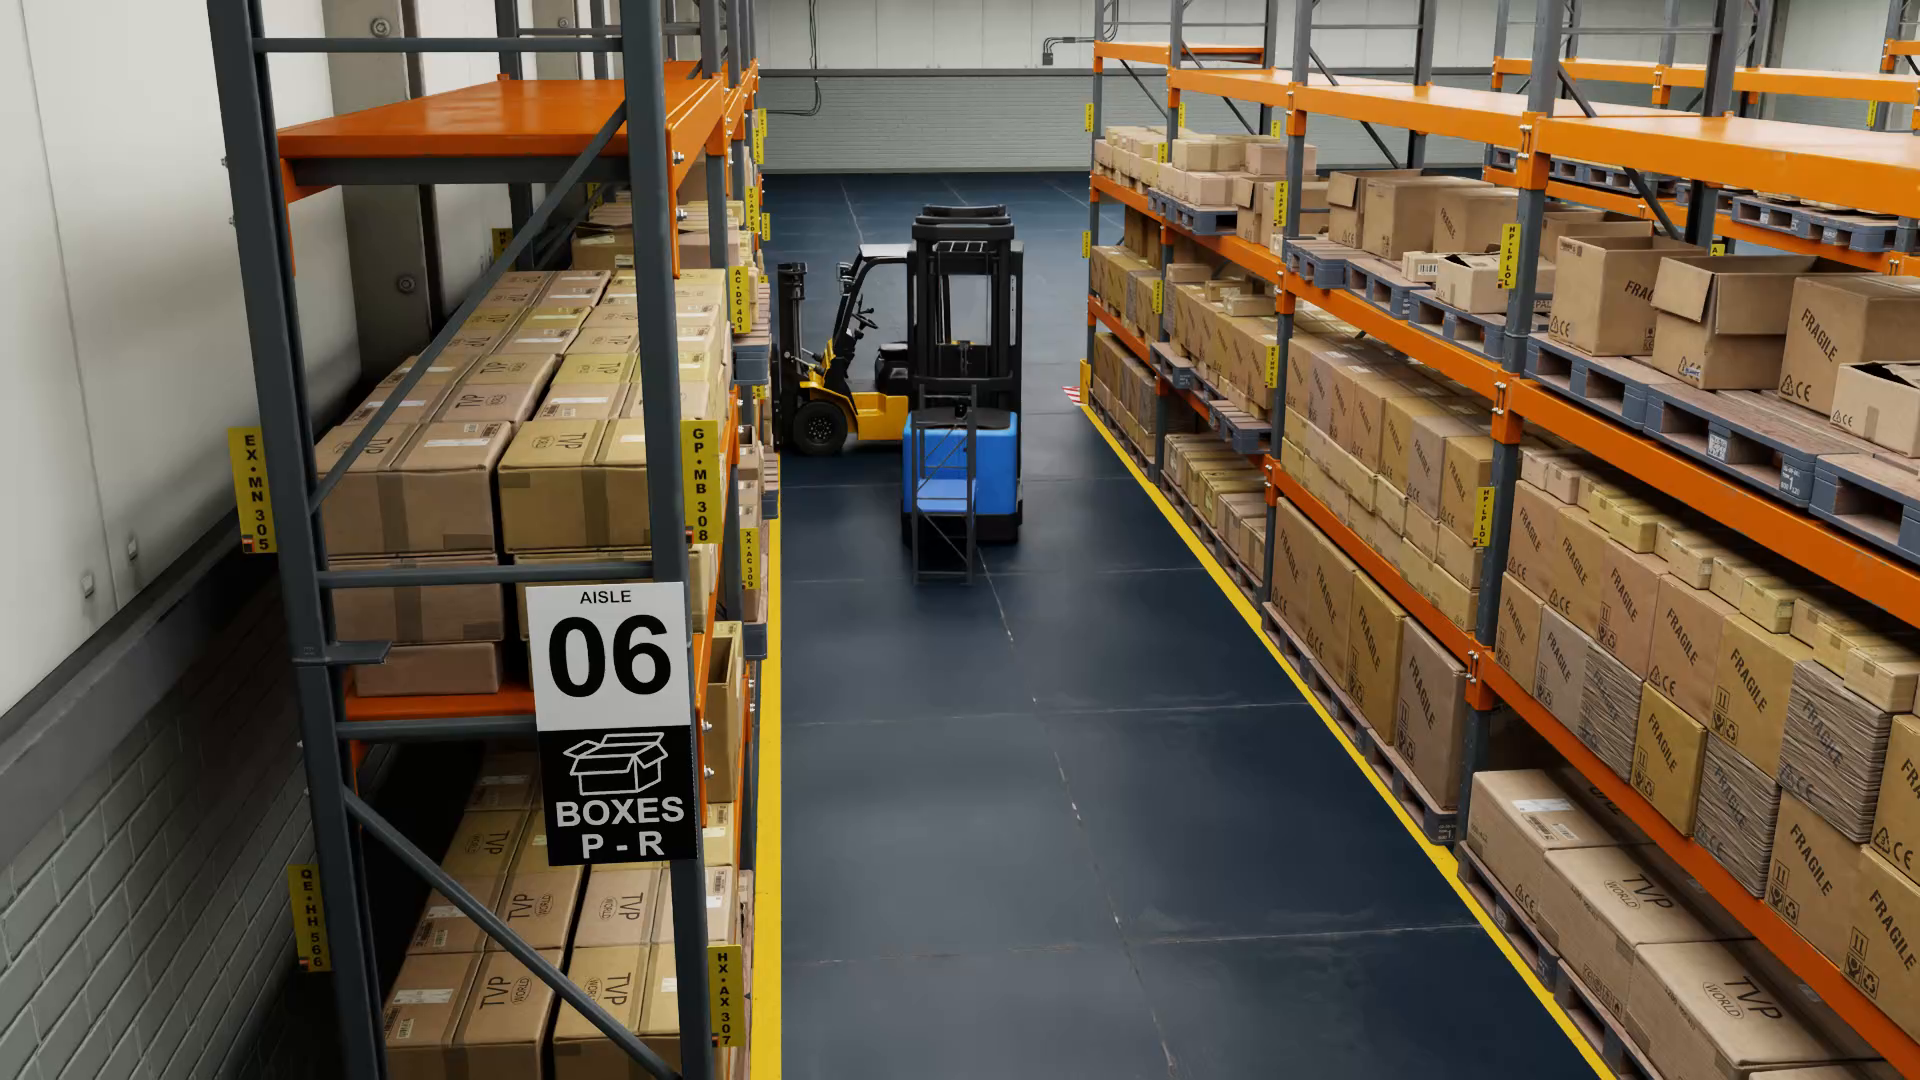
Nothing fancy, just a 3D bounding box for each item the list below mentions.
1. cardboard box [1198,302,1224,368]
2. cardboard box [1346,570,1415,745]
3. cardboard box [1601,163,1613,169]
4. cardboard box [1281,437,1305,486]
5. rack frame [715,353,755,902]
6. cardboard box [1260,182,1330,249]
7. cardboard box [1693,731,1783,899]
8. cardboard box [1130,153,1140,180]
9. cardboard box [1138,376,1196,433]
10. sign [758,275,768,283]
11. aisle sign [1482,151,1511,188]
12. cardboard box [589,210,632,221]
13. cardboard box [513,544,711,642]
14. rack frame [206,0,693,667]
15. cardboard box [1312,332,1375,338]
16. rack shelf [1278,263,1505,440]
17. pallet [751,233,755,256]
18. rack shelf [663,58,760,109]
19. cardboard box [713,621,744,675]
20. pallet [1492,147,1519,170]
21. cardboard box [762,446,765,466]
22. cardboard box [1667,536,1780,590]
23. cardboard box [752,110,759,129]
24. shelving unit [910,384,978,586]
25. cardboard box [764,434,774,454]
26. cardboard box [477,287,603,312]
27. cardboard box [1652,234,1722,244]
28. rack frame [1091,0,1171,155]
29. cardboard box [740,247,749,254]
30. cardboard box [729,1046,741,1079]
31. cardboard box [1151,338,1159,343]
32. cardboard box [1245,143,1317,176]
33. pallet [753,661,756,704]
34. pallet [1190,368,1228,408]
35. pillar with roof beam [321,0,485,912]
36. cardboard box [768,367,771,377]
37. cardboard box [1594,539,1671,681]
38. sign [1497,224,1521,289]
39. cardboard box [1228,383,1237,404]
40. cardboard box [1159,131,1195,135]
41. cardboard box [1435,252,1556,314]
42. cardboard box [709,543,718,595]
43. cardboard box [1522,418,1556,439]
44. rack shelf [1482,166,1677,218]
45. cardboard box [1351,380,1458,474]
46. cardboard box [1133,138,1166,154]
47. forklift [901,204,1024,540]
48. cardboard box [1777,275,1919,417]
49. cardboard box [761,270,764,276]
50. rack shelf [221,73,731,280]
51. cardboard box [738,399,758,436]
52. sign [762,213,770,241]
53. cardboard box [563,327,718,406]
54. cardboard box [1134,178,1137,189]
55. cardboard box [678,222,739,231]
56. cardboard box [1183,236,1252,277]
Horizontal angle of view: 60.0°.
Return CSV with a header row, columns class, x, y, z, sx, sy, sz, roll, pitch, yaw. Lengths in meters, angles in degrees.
class,x,y,z,sx,sy,sz,roll,pitch,yaw
cardboard box,2.414,-1.803,14.620,0.500,0.500,0.500,-2,18,-8
cardboard box,3.078,0.735,10.748,0.875,0.875,0.875,-1,17,-4
cardboard box,7.001,-4.004,17.540,0.380,0.149,0.250,-2,17,-5
cardboard box,2.710,-0.594,12.385,0.500,0.250,0.500,-2,18,-7
rack frame,-1.614,0.527,8.564,1.000,3.000,0.127,-2,18,-6
cardboard box,2.822,-2.581,13.288,0.700,0.500,0.500,-2,18,-6
cardboard box,3.322,1.078,6.641,0.500,0.500,0.500,-1,17,-4
cardboard box,2.093,-3.939,17.533,0.500,0.250,0.500,-2,18,-7
cardboard box,2.169,-1.425,17.419,0.500,0.500,0.500,-2,18,-6
sign,-1.901,-2.391,16.057,0.100,0.325,0.005,-2,18,-6
aisle sign,6.692,-4.638,20.675,0.394,0.787,0.004,-2,18,-6
cardboard box,-2.240,-2.088,10.975,0.380,0.149,0.250,-2,18,-6
cardboard box,-0.976,0.077,4.744,0.500,0.250,0.500,-2,18,-6
rack frame,-1.202,-1.144,3.869,1.000,3.000,0.127,-2,18,-6
cardboard box,3.094,-1.350,13.179,0.500,0.500,0.500,-2,18,-7
rack shelf,3.116,-1.311,10.612,1.077,0.370,4.000,-2,18,-6
pallet,-2.186,-2.205,12.574,1.213,0.211,1.003,-1,17,-3
rack shelf,-2.646,-4.781,17.323,1.077,0.370,4.000,-2,18,-6
cardboard box,-1.319,0.601,8.082,0.500,0.250,0.500,-1,17,-4
pallet,7.085,-4.554,19.888,1.003,0.211,1.213,-2,18,-6
cardboard box,-1.578,-0.561,11.749,0.380,0.149,0.250,-1,17,-5
cardboard box,3.235,0.095,7.021,0.380,0.149,0.250,-2,18,-5
cardboard box,-2.564,-4.651,19.013,0.500,0.500,0.500,-1,17,-4
shelving unit,-0.128,-0.491,14.309,0.538,1.500,1.048,1,17,2
cardboard box,-2.160,-0.899,16.996,0.500,0.250,0.500,-2,18,-5
cardboard box,-1.777,-0.903,7.029,0.500,0.250,0.500,-2,18,-7
cardboard box,7.407,-2.892,17.400,0.875,0.550,0.550,-2,18,-6
rack frame,2.085,-6.065,19.545,1.000,3.000,0.127,-2,18,-6
cardboard box,-1.344,-1.507,9.089,0.380,0.149,0.250,-2,18,-7
cardboard box,-1.220,2.270,6.484,0.700,0.500,0.500,-1,17,-3
cardboard box,2.161,-1.977,16.960,0.380,0.149,0.250,-2,18,-6
cardboard box,2.811,-3.337,14.579,0.500,0.250,0.500,-1,17,-5
pallet,-1.988,0.889,12.065,1.003,0.211,1.213,-2,18,-6
pallet,2.665,-1.316,14.755,1.003,0.211,1.213,-2,18,-6
pillar with roof beam,1.843,-2.233,7.339,9.100,9.000,0.400,-2,18,-6
cardboard box,-2.283,-1.676,17.802,0.500,0.250,0.500,-1,17,-4
cardboard box,3.218,0.301,7.448,0.500,0.500,0.500,-1,17,-5
sign,2.784,-1.436,8.419,0.100,0.325,0.005,-2,18,-6
cardboard box,2.454,-1.217,13.836,0.380,0.149,0.250,-3,18,-8
cardboard box,2.439,-4.499,18.653,0.380,0.149,0.250,-2,18,-6
cardboard box,3.023,-1.473,9.372,0.500,0.311,0.500,-2,18,-6
cardboard box,-0.989,0.074,5.419,0.380,0.149,0.250,-1,17,-4
cardboard box,3.483,-0.443,9.817,0.500,0.500,0.500,-2,18,-6
rack shelf,7.204,-3.878,18.787,1.077,0.370,4.000,-2,18,-6
cardboard box,2.865,-0.737,10.753,0.500,0.500,0.500,-1,17,-5
cardboard box,2.047,-4.175,17.620,0.380,0.149,0.250,-2,17,-5
forklift,0.056,-1.787,16.049,1.130,2.935,3.031,1,17,2
cardboard box,3.676,-0.768,6.645,0.500,0.500,0.500,-1,17,-5
cardboard box,-2.496,-2.803,19.002,0.500,0.500,0.500,-1,17,-4
rack shelf,-1.408,-1.395,5.875,1.077,0.370,4.000,-2,18,-6
cardboard box,-1.805,-0.972,12.755,0.500,0.250,0.500,-2,18,-6
sign,-2.311,-3.726,19.783,0.100,0.325,0.005,-2,18,-6
cardboard box,-1.160,-0.614,6.110,0.500,0.250,0.500,-1,17,-4
cardboard box,2.097,-3.870,17.982,0.380,0.149,0.250,-2,18,-6
cardboard box,-1.563,-1.877,10.300,0.380,0.149,0.250,-2,18,-5
cardboard box,2.668,-2.815,16.877,0.700,0.500,0.500,-2,18,-6
